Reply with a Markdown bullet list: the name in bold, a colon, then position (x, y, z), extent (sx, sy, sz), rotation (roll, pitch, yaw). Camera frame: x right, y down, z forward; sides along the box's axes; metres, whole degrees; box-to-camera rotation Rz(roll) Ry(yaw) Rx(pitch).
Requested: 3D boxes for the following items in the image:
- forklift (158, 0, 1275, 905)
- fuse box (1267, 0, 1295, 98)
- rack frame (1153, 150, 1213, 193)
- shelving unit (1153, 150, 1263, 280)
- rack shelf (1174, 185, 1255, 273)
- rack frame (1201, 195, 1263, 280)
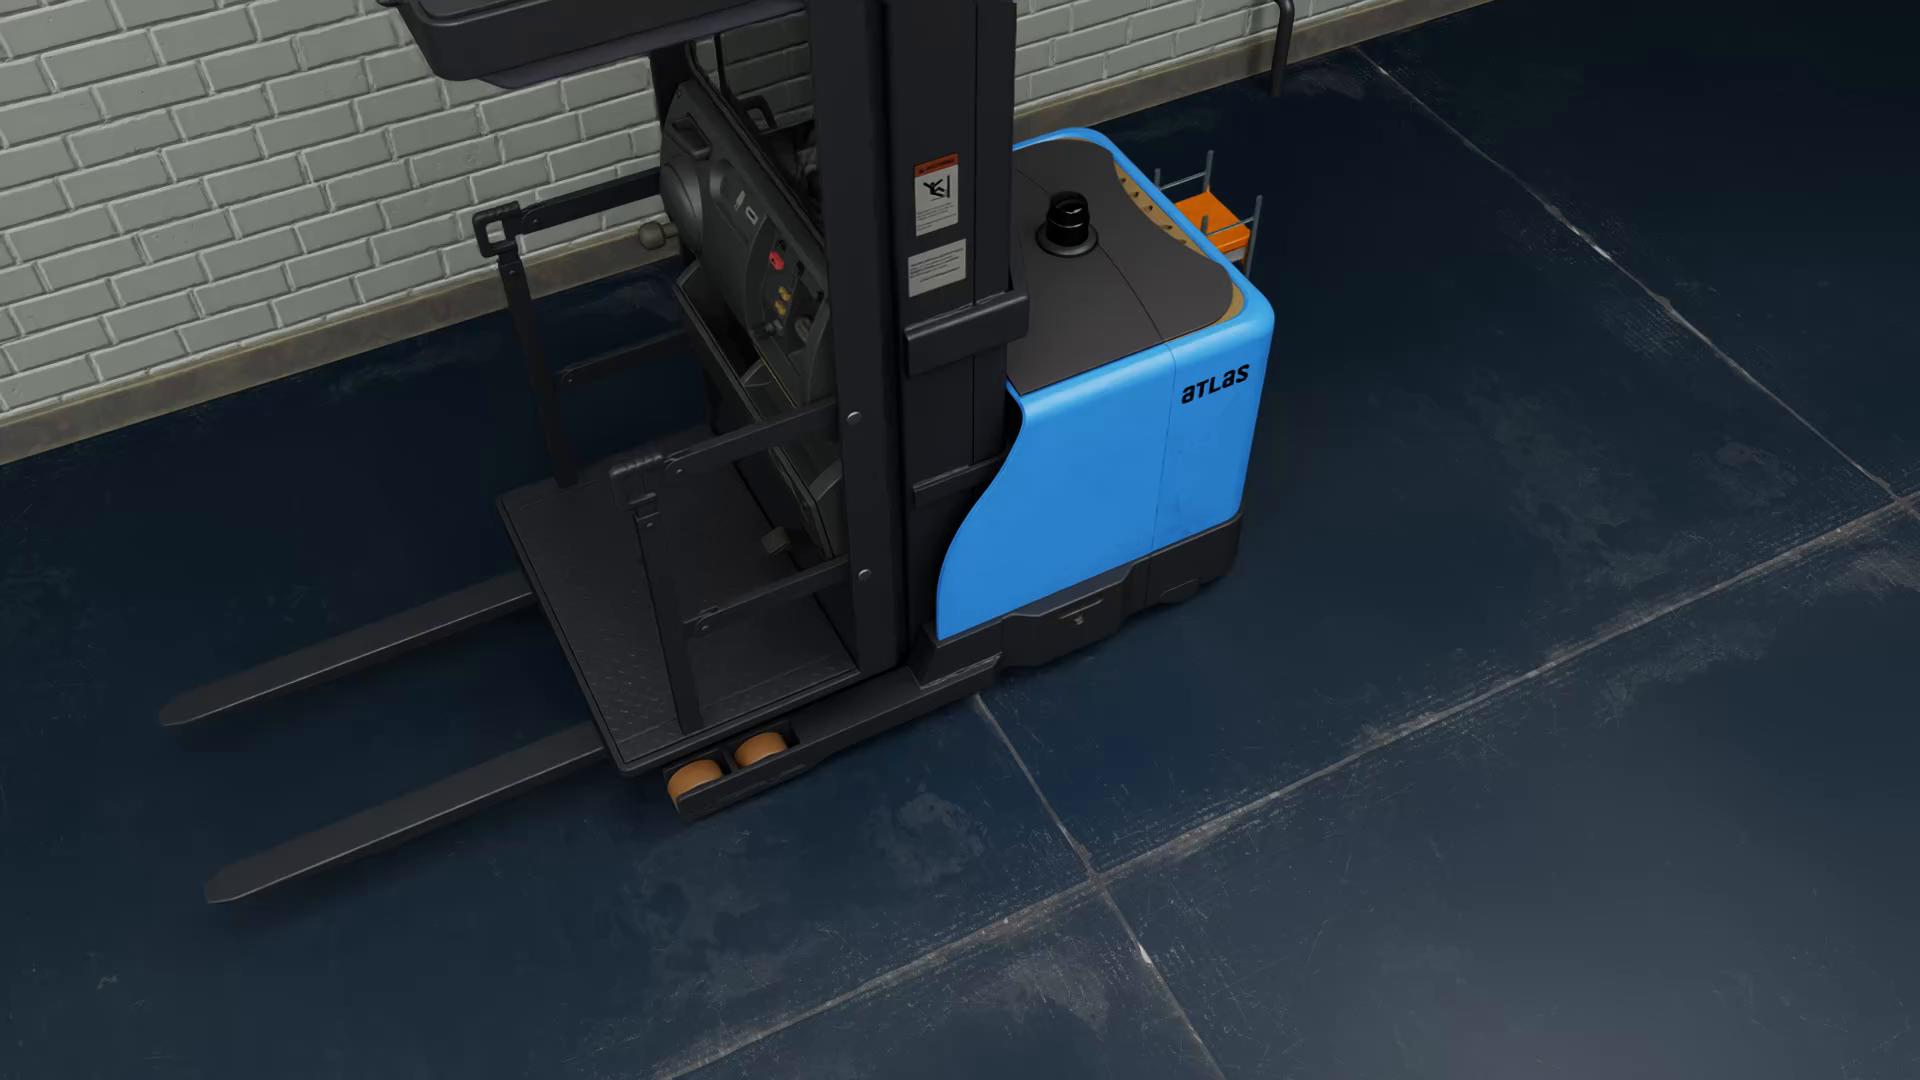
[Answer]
- **forklift**: position (-0.698, -0.662, 3.881), extent (3.031, 2.935, 1.130), rotation (-22, 52, -18)
- **fuse box**: position (1.333, -2.395, 6.208), extent (0.539, 1.711, 0.414), rotation (-21, 52, -18)
- **rack frame**: position (0.650, -0.754, 5.212), extent (0.200, 1.050, 0.008), rotation (-22, 53, -18)
- **shelving unit**: position (0.708, -0.673, 5.141), extent (0.215, 1.050, 0.252), rotation (-22, 53, -18)
- **rack shelf**: position (0.708, -0.853, 4.936), extent (0.215, 0.259, 0.240), rotation (-22, 53, -18)
- **rack frame**: position (0.767, -0.593, 5.071), extent (0.200, 1.050, 0.008), rotation (-22, 53, -18)
